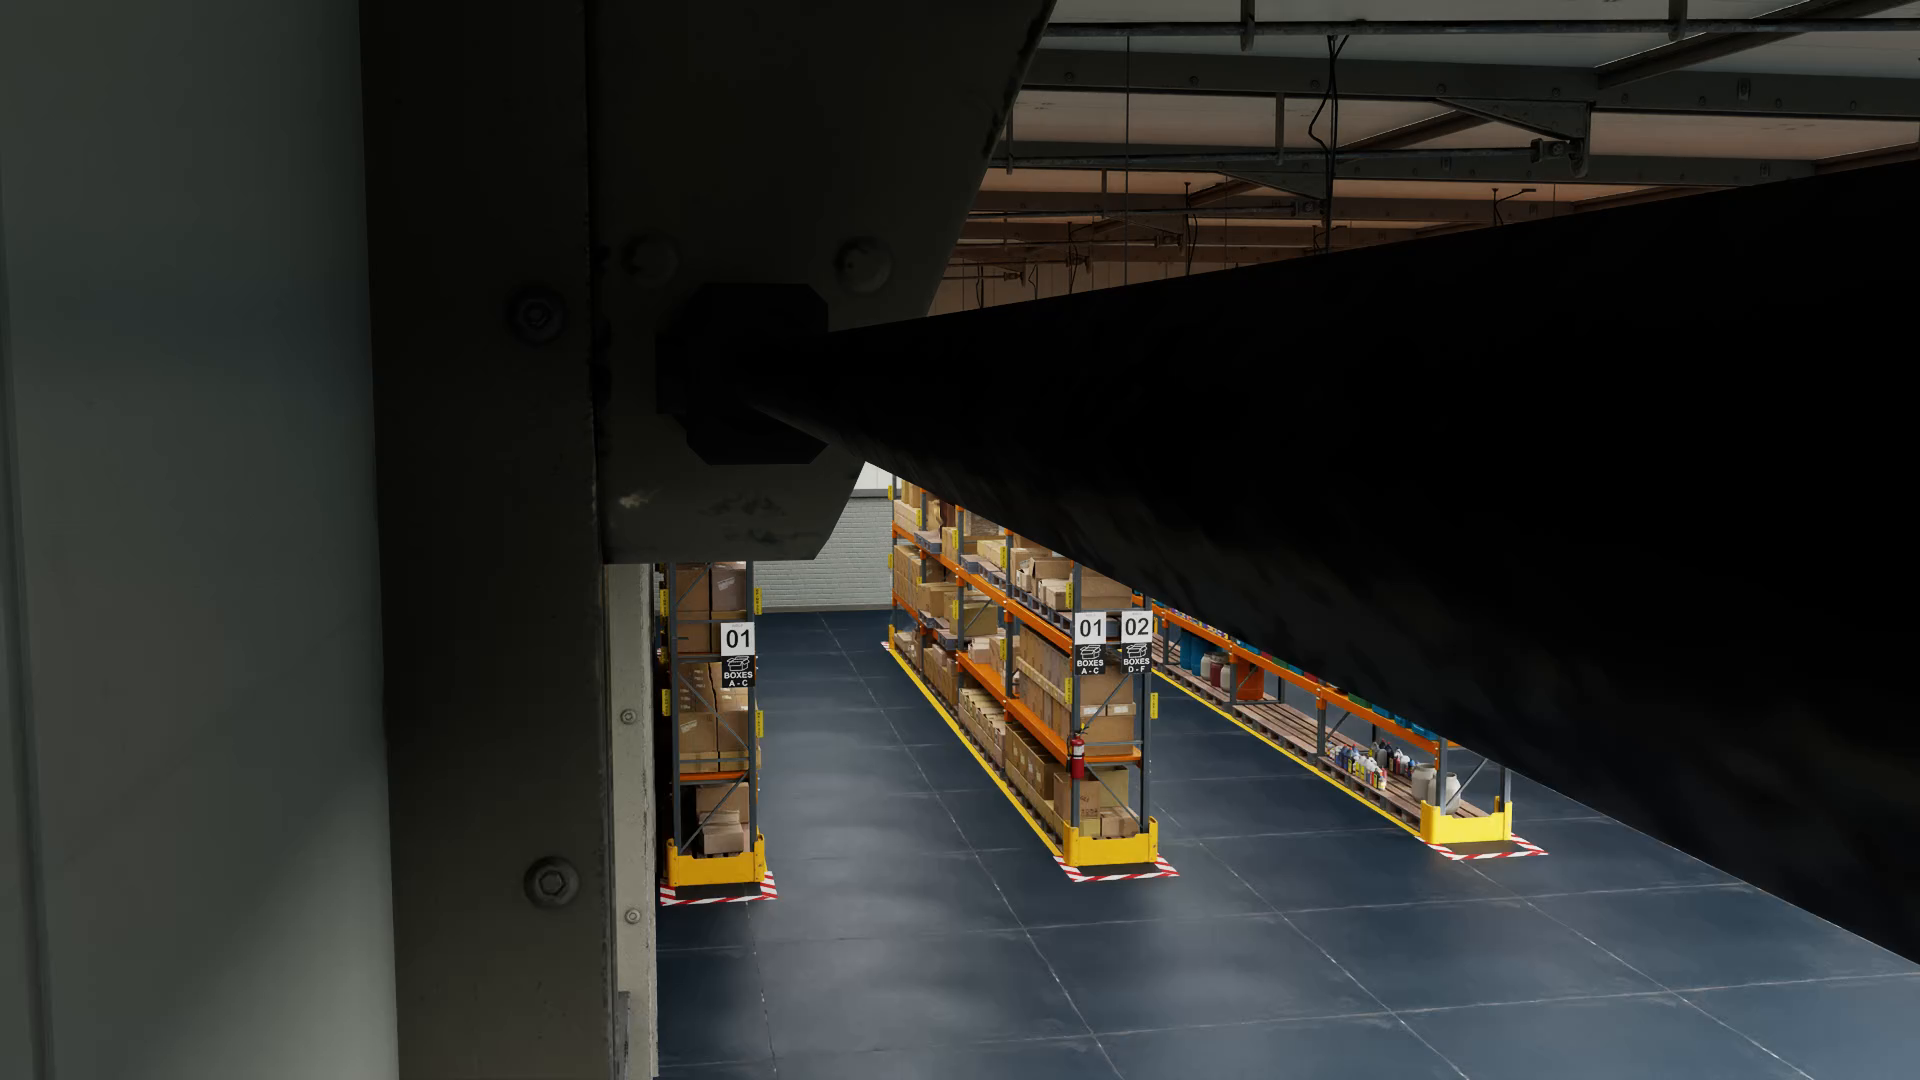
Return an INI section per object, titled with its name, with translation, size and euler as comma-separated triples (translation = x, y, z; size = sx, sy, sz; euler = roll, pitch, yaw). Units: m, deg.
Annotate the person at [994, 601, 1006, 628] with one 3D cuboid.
[person]
translation = 0.762, 1.589, 36.941
size = 0.595, 1.498, 0.529
euler = -3, 7, -28
